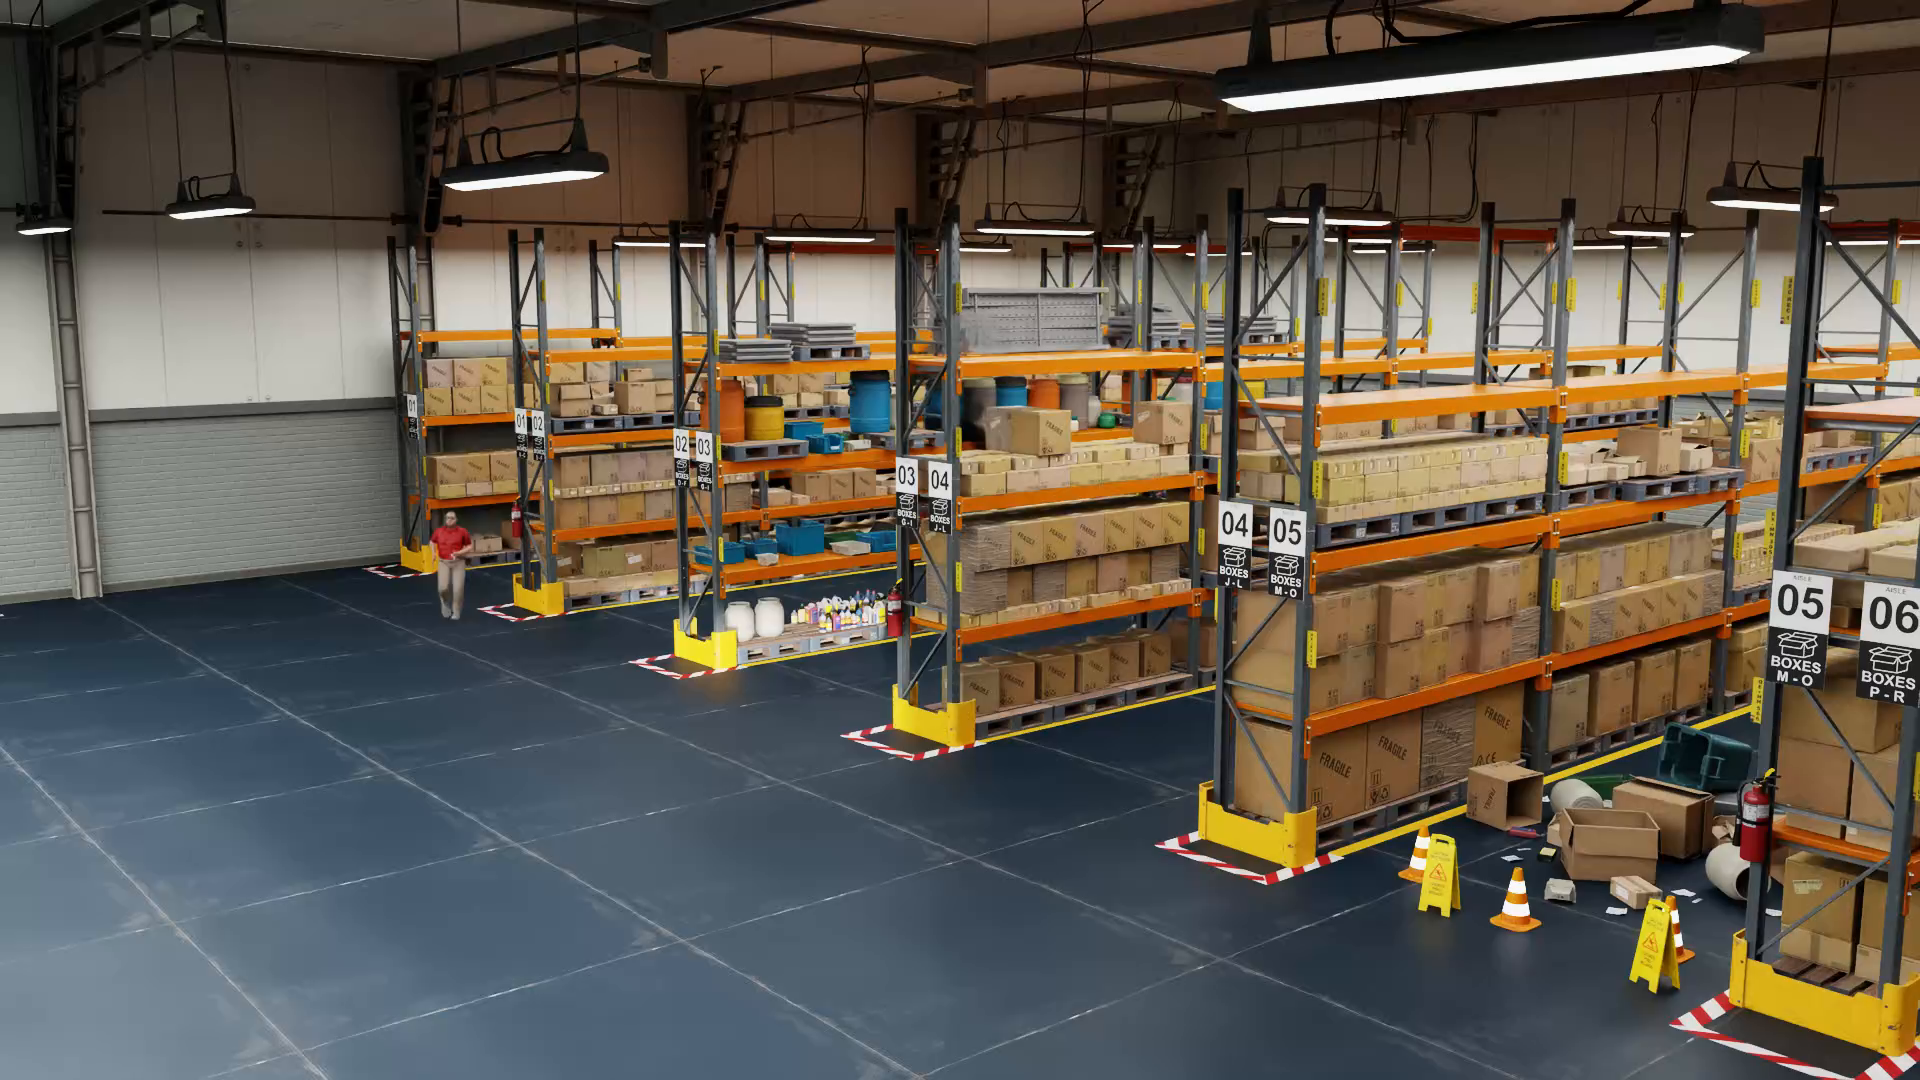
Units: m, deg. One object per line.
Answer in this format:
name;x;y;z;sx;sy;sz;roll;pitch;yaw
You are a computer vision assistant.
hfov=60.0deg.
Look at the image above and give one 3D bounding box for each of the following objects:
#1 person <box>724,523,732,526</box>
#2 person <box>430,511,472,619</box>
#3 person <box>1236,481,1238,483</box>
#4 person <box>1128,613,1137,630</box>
person;-4.322;-0.388;30.737;0.941;1.651;0.607;-7;11;-38
person;-7.826;0.408;25.562;0.646;1.693;0.633;-2;9;-11
person;5.951;-1.004;34.668;0.741;1.760;0.663;7;11;37
person;2.412;0.532;23.391;0.531;1.550;0.494;8;12;42
